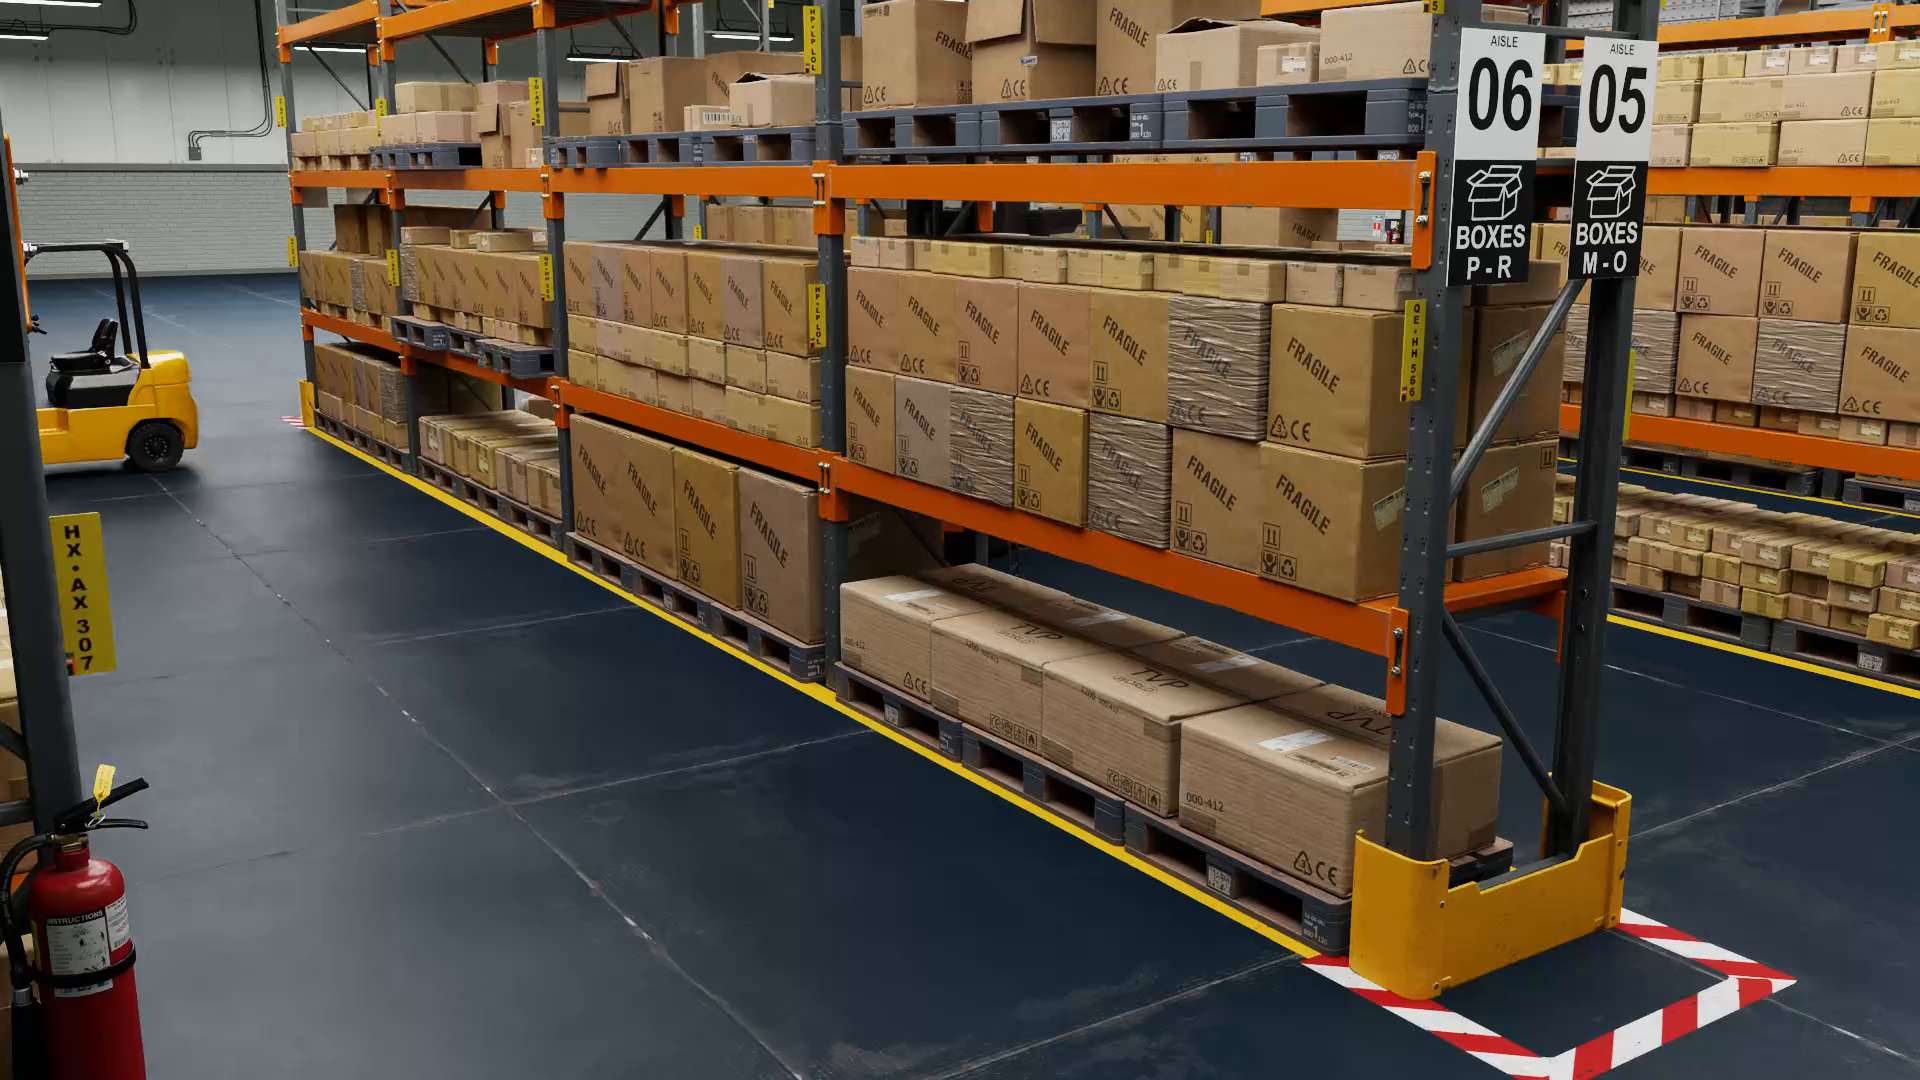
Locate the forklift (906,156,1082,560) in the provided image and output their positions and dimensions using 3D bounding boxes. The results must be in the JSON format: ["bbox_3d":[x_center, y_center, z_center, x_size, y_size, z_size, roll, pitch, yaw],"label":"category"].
[{"bbox_3d":[0.283,-1.552,13.099,1.130,2.935,3.031,6,14,26],"label":"forklift"}]

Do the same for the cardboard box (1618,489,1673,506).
[{"bbox_3d":[4.586,-0.238,11.226,0.380,0.149,0.250,-8,14,-31],"label":"cardboard box"}]

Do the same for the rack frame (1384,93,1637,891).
[{"bbox_3d":[1.926,0.008,5.802,1.000,3.000,0.127,-8,15,-33],"label":"rack frame"}]

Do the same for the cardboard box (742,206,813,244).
[{"bbox_3d":[-2.122,-3.769,20.195,0.875,0.550,0.550,-8,15,-33],"label":"cardboard box"}]

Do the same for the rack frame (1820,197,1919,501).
[{"bbox_3d":[7.960,-1.876,14.419,1.000,3.000,0.127,-8,15,-33],"label":"rack frame"}]

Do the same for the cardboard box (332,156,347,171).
[{"bbox_3d":[-6.126,-3.811,16.834,0.380,0.149,0.250,-9,15,-34],"label":"cardboard box"}]

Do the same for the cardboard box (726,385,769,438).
[{"bbox_3d":[-1.030,-0.770,9.714,0.500,0.250,0.500,-8,15,-34],"label":"cardboard box"}]

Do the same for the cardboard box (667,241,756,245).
[{"bbox_3d":[-1.711,-1.800,11.499,0.500,0.500,0.500,-8,15,-32],"label":"cardboard box"}]

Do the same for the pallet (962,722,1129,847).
[{"bbox_3d":[0.746,1.021,7.699,1.003,0.211,1.213,-8,15,-33],"label":"pallet"}]

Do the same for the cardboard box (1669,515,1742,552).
[{"bbox_3d":[4.637,-0.043,10.335,0.380,0.149,0.250,-8,15,-32],"label":"cardboard box"}]

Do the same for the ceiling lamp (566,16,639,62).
[{"bbox_3d":[-9.931,-14.721,45.453,2.000,3.185,0.800,-8,15,-33],"label":"ceiling lamp"}]

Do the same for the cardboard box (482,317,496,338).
[{"bbox_3d":[-3.567,-1.699,13.214,0.380,0.149,0.250,-8,15,-32],"label":"cardboard box"}]

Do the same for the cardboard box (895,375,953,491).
[{"bbox_3d":[0.027,-0.547,8.109,0.500,0.500,0.500,-8,15,-32],"label":"cardboard box"}]

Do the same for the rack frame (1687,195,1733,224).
[{"bbox_3d":[11.776,-4.471,26.283,1.000,3.000,0.127,-8,15,-33],"label":"rack frame"}]

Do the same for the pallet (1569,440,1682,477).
[{"bbox_3d":[6.789,-0.859,16.296,1.003,0.211,1.213,-8,15,-33],"label":"pallet"}]

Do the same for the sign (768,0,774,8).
[{"bbox_3d":[-2.415,-6.928,21.108,0.100,0.325,0.005,-8,15,-33],"label":"sign"}]

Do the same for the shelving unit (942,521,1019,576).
[{"bbox_3d":[0.141,-0.332,11.572,0.503,1.200,0.258,4,13,17],"label":"shelving unit"}]

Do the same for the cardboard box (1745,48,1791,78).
[{"bbox_3d":[4.728,-2.727,9.537,0.380,0.149,0.250,-9,15,-34],"label":"cardboard box"}]

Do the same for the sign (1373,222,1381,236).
[{"bbox_3d":[9.907,-7.386,39.531,0.001,0.329,0.234,-8,15,-33],"label":"sign"}]

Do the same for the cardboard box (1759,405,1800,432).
[{"bbox_3d":[4.934,-0.737,9.797,0.380,0.149,0.250,-9,15,-35],"label":"cardboard box"}]

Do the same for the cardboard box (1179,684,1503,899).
[{"bbox_3d":[1.477,0.949,6.513,0.875,0.438,0.875,-9,15,-35],"label":"cardboard box"}]

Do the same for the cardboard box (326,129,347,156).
[{"bbox_3d":[-6.037,-3.980,16.676,0.500,0.250,0.500,-8,15,-32],"label":"cardboard box"}]

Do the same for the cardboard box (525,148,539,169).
[{"bbox_3d":[-3.000,-2.831,12.354,0.380,0.149,0.250,-8,15,-33],"label":"cardboard box"}]

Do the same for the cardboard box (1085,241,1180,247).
[{"bbox_3d":[0.801,-1.305,7.716,0.380,0.149,0.250,-8,15,-34],"label":"cardboard box"}]

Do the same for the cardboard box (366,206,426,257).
[{"bbox_3d":[-5.671,-3.180,17.112,0.700,0.500,0.500,-8,15,-33],"label":"cardboard box"}]

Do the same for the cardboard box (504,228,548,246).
[{"bbox_3d":[-3.715,-2.620,14.387,0.380,0.149,0.250,-9,15,-35],"label":"cardboard box"}]

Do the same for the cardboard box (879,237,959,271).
[{"bbox_3d":[-0.176,-1.427,8.271,0.380,0.149,0.250,-8,15,-32],"label":"cardboard box"}]

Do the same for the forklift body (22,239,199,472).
[{"bbox_3d":[-8.500,-1.713,15.660,2.313,2.155,1.214,-8,15,-33],"label":"forklift body"}]

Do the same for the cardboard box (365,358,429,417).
[{"bbox_3d":[-5.557,-1.518,16.478,0.500,0.500,0.500,-8,15,-32],"label":"cardboard box"}]

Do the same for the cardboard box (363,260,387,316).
[{"bbox_3d":[-5.467,-2.460,16.160,0.500,0.500,0.500,-8,14,-31],"label":"cardboard box"}]

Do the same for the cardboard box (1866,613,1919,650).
[{"bbox_3d":[5.299,0.489,9.292,0.380,0.149,0.250,-8,14,-31],"label":"cardboard box"}]

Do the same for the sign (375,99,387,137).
[{"bbox_3d":[-5.170,-3.778,14.885,0.100,0.325,0.005,-8,15,-33],"label":"sign"}]

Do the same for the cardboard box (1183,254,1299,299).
[{"bbox_3d":[1.081,-1.014,6.383,0.380,0.149,0.250,-8,15,-31],"label":"cardboard box"}]

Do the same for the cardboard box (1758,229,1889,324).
[{"bbox_3d":[4.954,-1.511,9.481,0.500,0.500,0.500,-7,14,-30],"label":"cardboard box"}]

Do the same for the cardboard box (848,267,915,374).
[{"bbox_3d":[-0.228,-1.127,8.419,0.500,0.500,0.500,-8,15,-32],"label":"cardboard box"}]

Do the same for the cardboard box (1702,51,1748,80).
[{"bbox_3d":[4.578,-2.773,9.747,0.380,0.149,0.250,-9,15,-34],"label":"cardboard box"}]

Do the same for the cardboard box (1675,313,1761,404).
[{"bbox_3d":[4.690,-1.110,9.987,0.500,0.500,0.500,-7,14,-30],"label":"cardboard box"}]

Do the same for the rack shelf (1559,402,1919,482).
[{"bbox_3d":[4.883,-0.600,10.266,1.077,0.370,4.000,-8,15,-33],"label":"rack shelf"}]

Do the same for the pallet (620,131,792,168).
[{"bbox_3d":[-1.484,-2.481,10.605,1.003,0.211,1.213,-7,14,-30],"label":"pallet"}]

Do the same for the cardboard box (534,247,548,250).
[{"bbox_3d":[-3.428,-2.196,13.971,0.500,0.500,0.500,-9,15,-35],"label":"cardboard box"}]

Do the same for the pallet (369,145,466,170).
[{"bbox_3d":[-4.469,-3.377,14.701,1.213,0.211,1.003,-8,15,-33],"label":"pallet"}]

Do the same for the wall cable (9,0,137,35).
[{"bbox_3d":[-23.758,-14.824,44.384,3.097,2.526,0.112,-8,15,-33],"label":"wall cable"}]

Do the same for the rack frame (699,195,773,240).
[{"bbox_3d":[-2.874,-3.441,21.575,1.000,3.000,0.127,-8,15,-33],"label":"rack frame"}]

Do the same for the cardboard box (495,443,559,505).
[{"bbox_3d":[-3.227,-0.568,13.604,0.950,0.372,0.625,-8,15,-34],"label":"cardboard box"}]

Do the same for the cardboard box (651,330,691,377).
[{"bbox_3d":[-1.610,-1.192,10.472,0.500,0.250,0.500,-8,15,-32],"label":"cardboard box"}]

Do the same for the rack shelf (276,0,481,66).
[{"bbox_3d":[-5.831,-5.059,16.624,1.077,0.370,4.000,-8,15,-33],"label":"rack shelf"}]

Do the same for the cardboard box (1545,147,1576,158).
[{"bbox_3d":[4.096,-2.497,10.590,0.500,0.250,0.500,-8,15,-34],"label":"cardboard box"}]

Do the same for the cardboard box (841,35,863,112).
[{"bbox_3d":[-0.537,-2.613,9.552,0.500,0.500,0.500,-8,15,-34],"label":"cardboard box"}]

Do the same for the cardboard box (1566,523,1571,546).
[{"bbox_3d":[4.236,-0.040,11.019,0.380,0.149,0.250,-9,15,-36],"label":"cardboard box"}]

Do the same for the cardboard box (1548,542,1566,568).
[{"bbox_3d":[4.037,0.069,11.215,0.380,0.149,0.250,-8,15,-33],"label":"cardboard box"}]

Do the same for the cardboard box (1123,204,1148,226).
[{"bbox_3d":[2.494,-4.207,21.805,0.500,0.500,0.500,-8,15,-33],"label":"cardboard box"}]

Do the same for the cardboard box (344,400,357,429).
[{"bbox_3d":[-6.133,-1.336,17.401,0.500,0.250,0.500,-7,14,-29],"label":"cardboard box"}]

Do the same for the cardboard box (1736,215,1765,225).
[{"bbox_3d":[14.538,-5.679,30.359,0.500,0.500,0.500,-8,14,-31],"label":"cardboard box"}]

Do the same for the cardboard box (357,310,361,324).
[{"bbox_3d":[-5.837,-2.253,16.733,0.380,0.149,0.250,-8,15,-34],"label":"cardboard box"}]

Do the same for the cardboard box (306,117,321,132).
[{"bbox_3d":[-6.595,-4.334,17.358,0.380,0.149,0.250,-8,15,-33],"label":"cardboard box"}]

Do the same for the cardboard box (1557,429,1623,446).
[{"bbox_3d":[6.596,-1.470,16.552,1.225,0.875,0.875,-8,15,-33],"label":"cardboard box"}]
